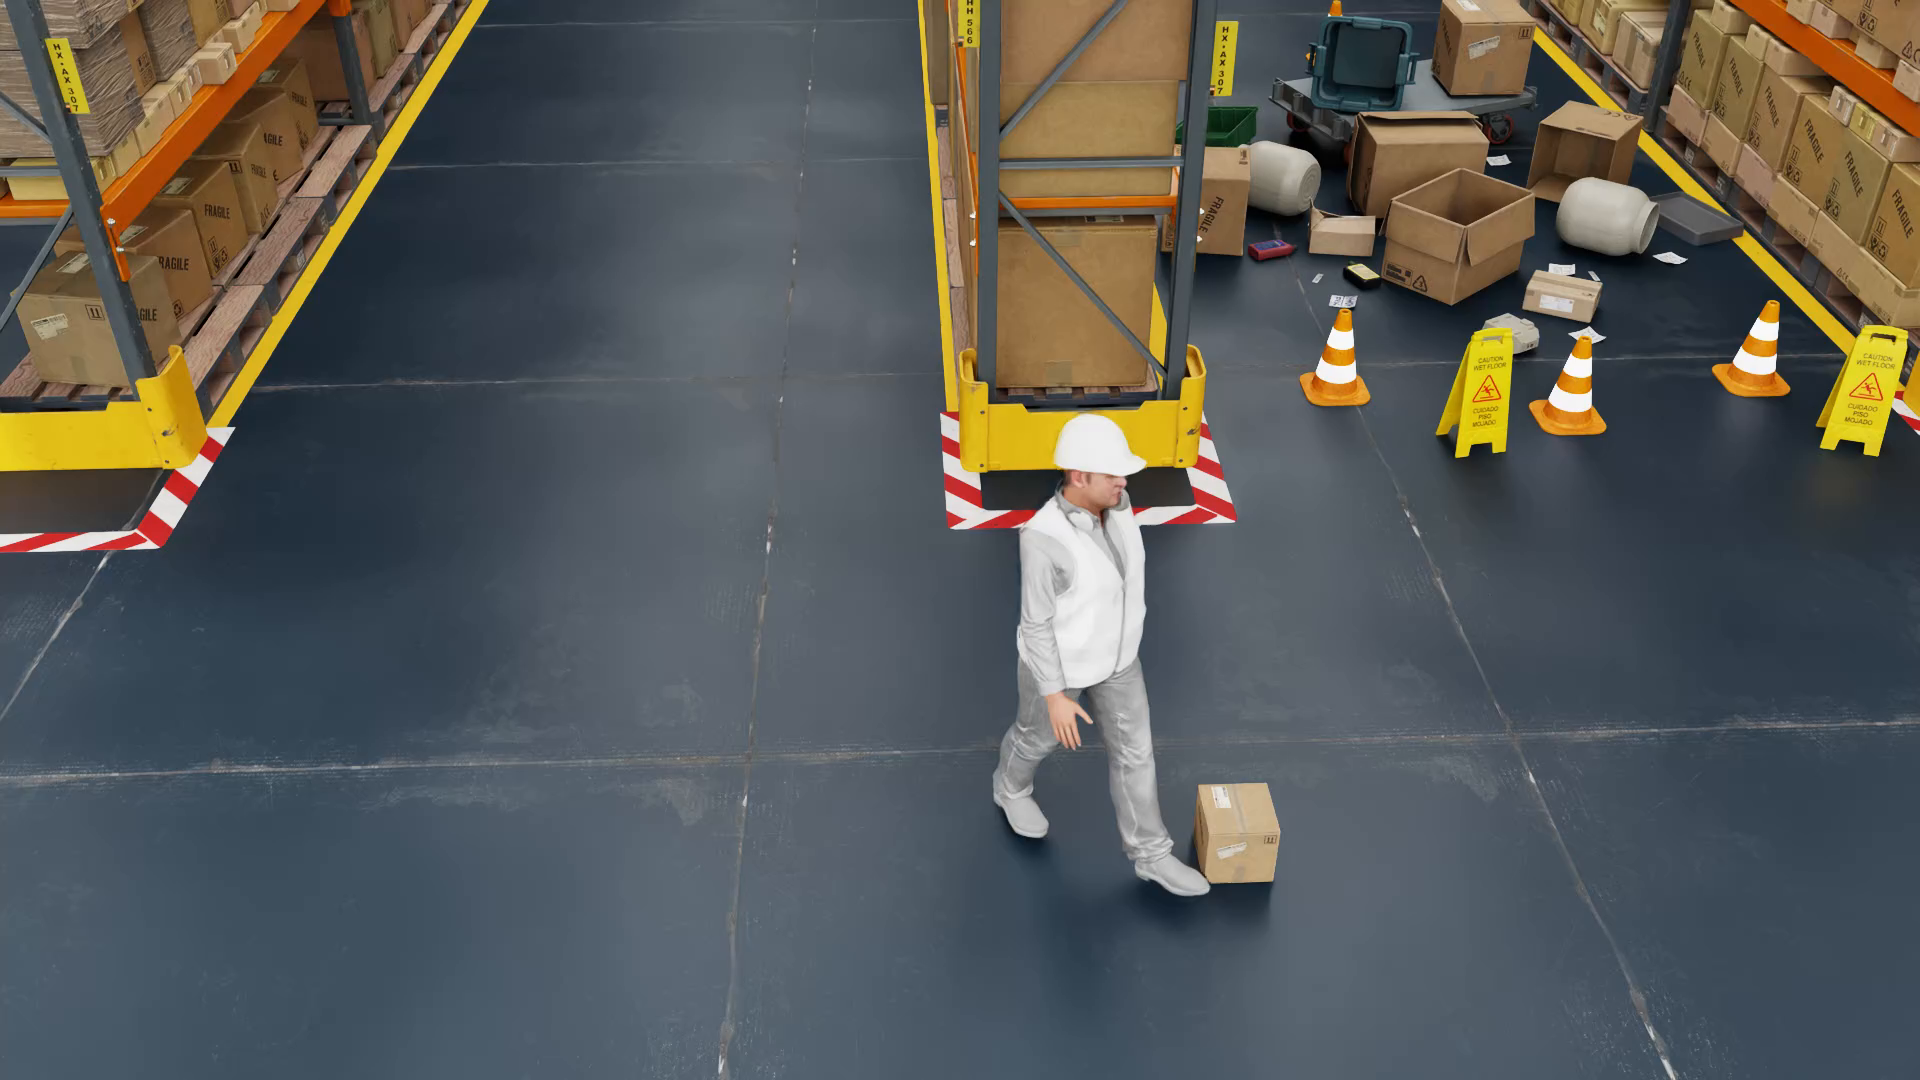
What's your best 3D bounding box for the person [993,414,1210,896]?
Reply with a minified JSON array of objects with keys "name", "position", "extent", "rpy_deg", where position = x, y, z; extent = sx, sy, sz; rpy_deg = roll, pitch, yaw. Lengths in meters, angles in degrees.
[{"name":"person","position":[0.465,0.416,5.505],"extent":[0.576,1.730,0.920],"rpy_deg":[-27,43,-33]}]
